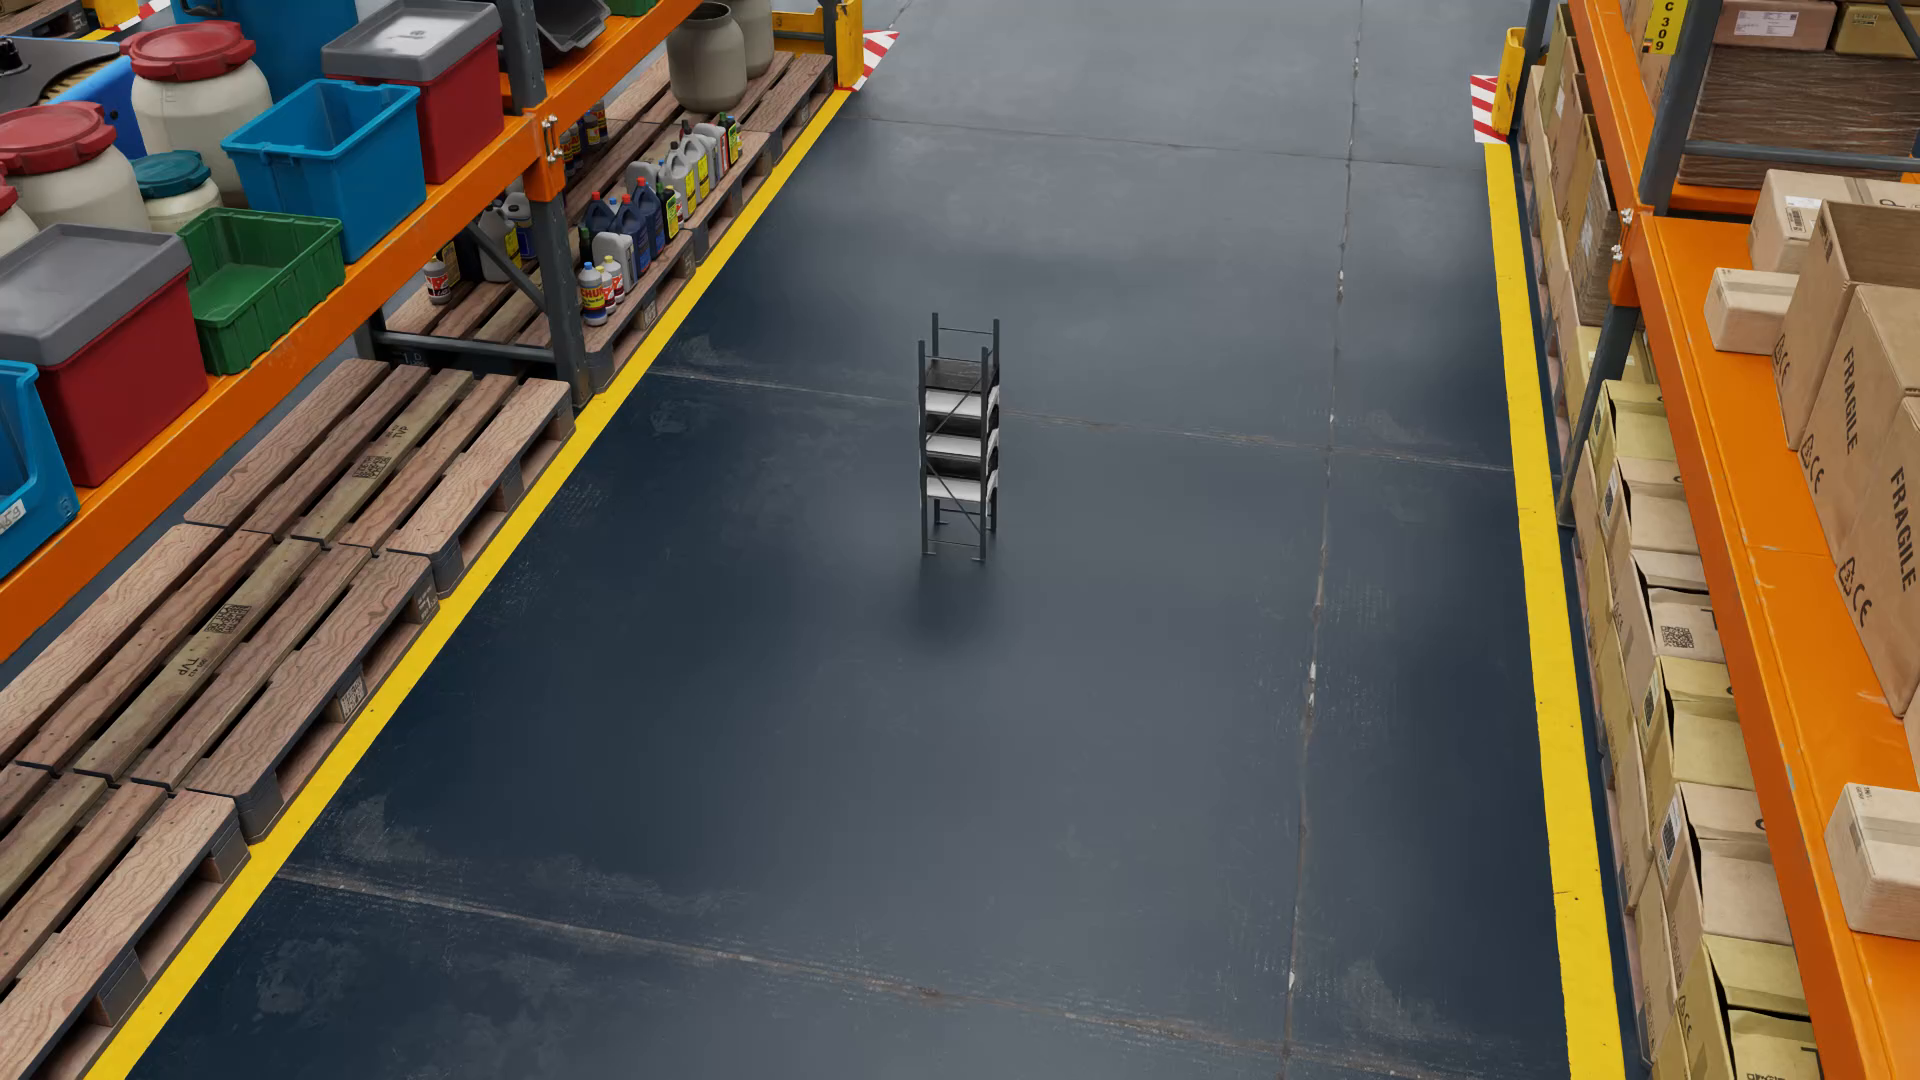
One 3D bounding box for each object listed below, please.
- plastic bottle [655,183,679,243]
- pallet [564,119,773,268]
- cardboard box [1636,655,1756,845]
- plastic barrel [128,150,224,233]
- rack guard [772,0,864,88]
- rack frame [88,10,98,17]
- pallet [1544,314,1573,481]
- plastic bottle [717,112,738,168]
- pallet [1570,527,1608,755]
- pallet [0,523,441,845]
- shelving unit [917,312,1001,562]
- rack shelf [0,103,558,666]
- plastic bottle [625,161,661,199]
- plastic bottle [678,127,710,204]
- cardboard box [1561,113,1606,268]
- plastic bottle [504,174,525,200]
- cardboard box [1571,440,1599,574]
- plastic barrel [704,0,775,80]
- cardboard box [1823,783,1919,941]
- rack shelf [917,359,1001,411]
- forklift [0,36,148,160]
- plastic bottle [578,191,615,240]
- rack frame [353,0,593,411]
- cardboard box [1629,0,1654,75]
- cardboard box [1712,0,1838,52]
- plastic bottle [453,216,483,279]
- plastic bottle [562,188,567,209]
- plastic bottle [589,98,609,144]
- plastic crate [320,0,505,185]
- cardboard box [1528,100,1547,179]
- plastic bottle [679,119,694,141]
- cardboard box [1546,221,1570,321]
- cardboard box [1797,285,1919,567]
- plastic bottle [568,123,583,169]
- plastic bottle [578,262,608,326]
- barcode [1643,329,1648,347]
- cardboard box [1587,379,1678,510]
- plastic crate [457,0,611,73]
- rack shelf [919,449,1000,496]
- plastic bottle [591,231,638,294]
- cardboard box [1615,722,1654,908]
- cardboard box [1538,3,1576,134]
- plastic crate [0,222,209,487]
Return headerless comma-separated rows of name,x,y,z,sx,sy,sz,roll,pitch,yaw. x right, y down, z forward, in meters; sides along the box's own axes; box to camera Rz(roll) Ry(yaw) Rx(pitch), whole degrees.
plastic bottle,-1.374,-1.544,7.764,0.061,0.283,0.133,9,37,12
pallet,-1.625,-1.810,8.567,1.003,0.211,1.213,7,37,10
cardboard box,2.112,0.569,4.416,0.500,0.311,0.500,8,37,11
plastic barrel,-2.501,-1.062,5.277,0.301,0.262,0.301,0,36,0
rack guard,-1.184,-3.089,10.086,1.175,0.500,0.348,7,37,10
rack frame,-6.052,-4.772,10.278,1.000,3.000,0.127,7,37,10
pallet,2.981,-0.556,6.837,1.003,0.211,1.213,7,37,10
plastic bottle,-1.185,-2.052,8.465,0.061,0.283,0.133,8,37,11
pallet,2.651,0.322,5.626,1.003,0.211,1.213,7,37,10
pallet,-2.456,0.428,5.479,1.003,0.211,1.213,7,37,10
shelving unit,-0.002,-0.360,5.980,0.258,0.900,0.210,7,37,10
rack shelf,-2.495,-0.420,4.886,1.077,0.370,4.000,7,37,10
plastic bottle,-1.509,-1.700,7.985,0.152,0.276,0.135,7,37,10
plastic bottle,-1.319,-1.832,8.105,0.144,0.351,0.185,9,37,12
cardboard box,2.877,-1.460,7.055,0.500,0.500,0.500,7,37,10
plastic bottle,-2.102,-1.664,7.872,0.144,0.351,0.185,7,37,10
cardboard box,2.442,-0.091,5.805,0.500,0.250,0.500,6,36,9
plastic barrel,-1.280,-2.927,9.494,0.421,0.512,0.421,0,36,0
cardboard box,1.838,0.610,3.066,0.380,0.149,0.250,7,37,10
rack shelf,-0.002,-0.551,5.841,0.258,0.077,0.200,7,37,10
forklift,-5.198,-2.422,7.095,3.031,2.935,1.130,5,36,7
plastic bottle,-1.631,-1.392,7.497,0.144,0.351,0.185,7,37,10
rack frame,-2.068,-1.858,6.257,1.000,3.000,0.127,7,37,10
cardboard box,3.076,-2.120,6.535,0.700,0.500,0.500,8,37,11
cardboard box,2.619,-1.720,5.430,0.380,0.149,0.250,7,37,10
plastic bottle,-2.212,-1.368,7.464,0.144,0.351,0.185,6,36,9
plastic bottle,-1.959,-1.716,8.001,0.061,0.283,0.133,7,37,10
plastic bottle,-1.905,-2.224,8.712,0.097,0.271,0.097,0,36,0
plastic crate,-1.872,-1.567,5.802,0.402,0.464,0.583,7,37,10
cardboard box,3.190,-2.018,8.463,0.500,0.250,0.500,7,37,10
plastic bottle,-1.362,-1.993,8.384,0.061,0.283,0.133,7,37,10
cardboard box,2.865,-1.158,7.277,0.500,0.250,0.500,7,37,10
cardboard box,2.371,-0.248,3.950,0.500,0.500,0.500,7,37,10
plastic bottle,-1.979,-2.027,8.441,0.097,0.271,0.097,0,36,0
plastic bottle,-1.572,-1.059,7.105,0.097,0.271,0.097,0,36,0
barcode,2.309,-0.695,5.590,0.001,0.075,0.075,7,37,10
cardboard box,2.439,-0.313,5.633,0.500,0.311,0.500,7,37,10
plastic crate,-1.832,-2.117,6.667,0.767,0.338,0.504,7,37,10
rack shelf,-0.002,-0.260,6.052,0.258,0.077,0.200,7,37,10
plastic bottle,-1.529,-1.249,7.364,0.152,0.276,0.135,9,37,12
cardboard box,2.114,0.791,4.588,0.500,0.250,0.500,8,37,11
cardboard box,3.188,-2.322,8.243,0.500,0.500,0.500,7,37,10
plastic crate,-2.278,-0.478,4.299,0.402,0.464,0.583,7,37,10
